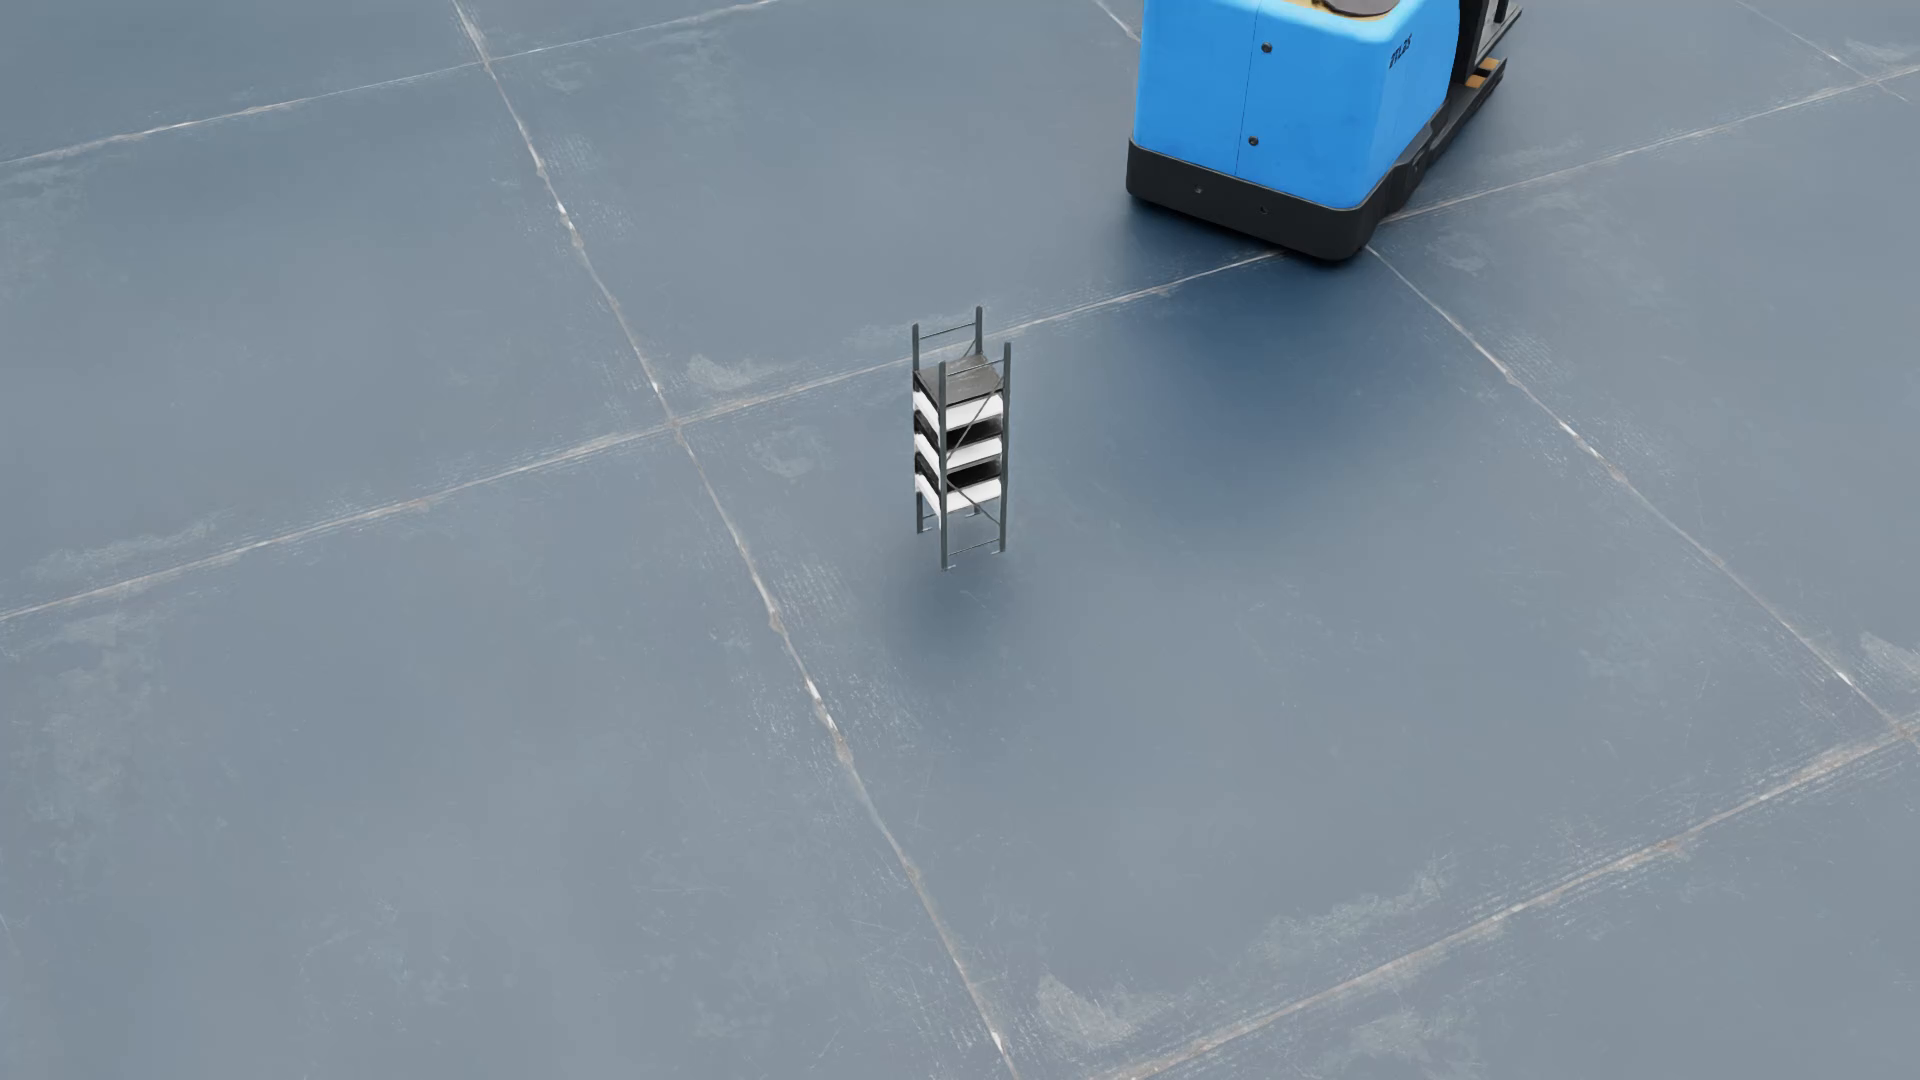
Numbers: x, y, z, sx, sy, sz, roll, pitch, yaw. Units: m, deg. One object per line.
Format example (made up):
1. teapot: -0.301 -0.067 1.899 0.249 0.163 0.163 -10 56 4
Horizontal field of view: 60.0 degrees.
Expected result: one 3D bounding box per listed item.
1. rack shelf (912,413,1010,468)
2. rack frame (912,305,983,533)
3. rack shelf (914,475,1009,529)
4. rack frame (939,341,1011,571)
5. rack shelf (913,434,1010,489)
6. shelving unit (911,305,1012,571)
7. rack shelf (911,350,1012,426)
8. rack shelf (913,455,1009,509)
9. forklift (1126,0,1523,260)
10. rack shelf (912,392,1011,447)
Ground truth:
1. rack shelf: 0.003 -0.355 5.389 0.258 0.077 0.200 -18 47 -17
2. rack frame: -0.039 -0.380 5.494 0.240 0.900 0.006 -18 47 -17
3. rack shelf: 0.003 -0.163 5.579 0.258 0.077 0.200 -18 47 -17
4. rack frame: 0.046 -0.250 5.363 0.240 0.900 0.006 -18 47 -17
5. rack shelf: 0.003 -0.291 5.452 0.258 0.077 0.200 -18 47 -17
6. shelving unit: 0.003 -0.315 5.429 0.258 0.900 0.210 -18 47 -17
7. rack shelf: 0.003 -0.484 5.262 0.258 0.077 0.200 -18 47 -17
8. rack shelf: 0.003 -0.227 5.515 0.258 0.077 0.200 -18 47 -17
9. forklift: 1.925 -3.205 6.912 1.130 2.935 3.031 24 49 22
10. rack shelf: 0.003 -0.420 5.326 0.258 0.077 0.200 -18 47 -17
